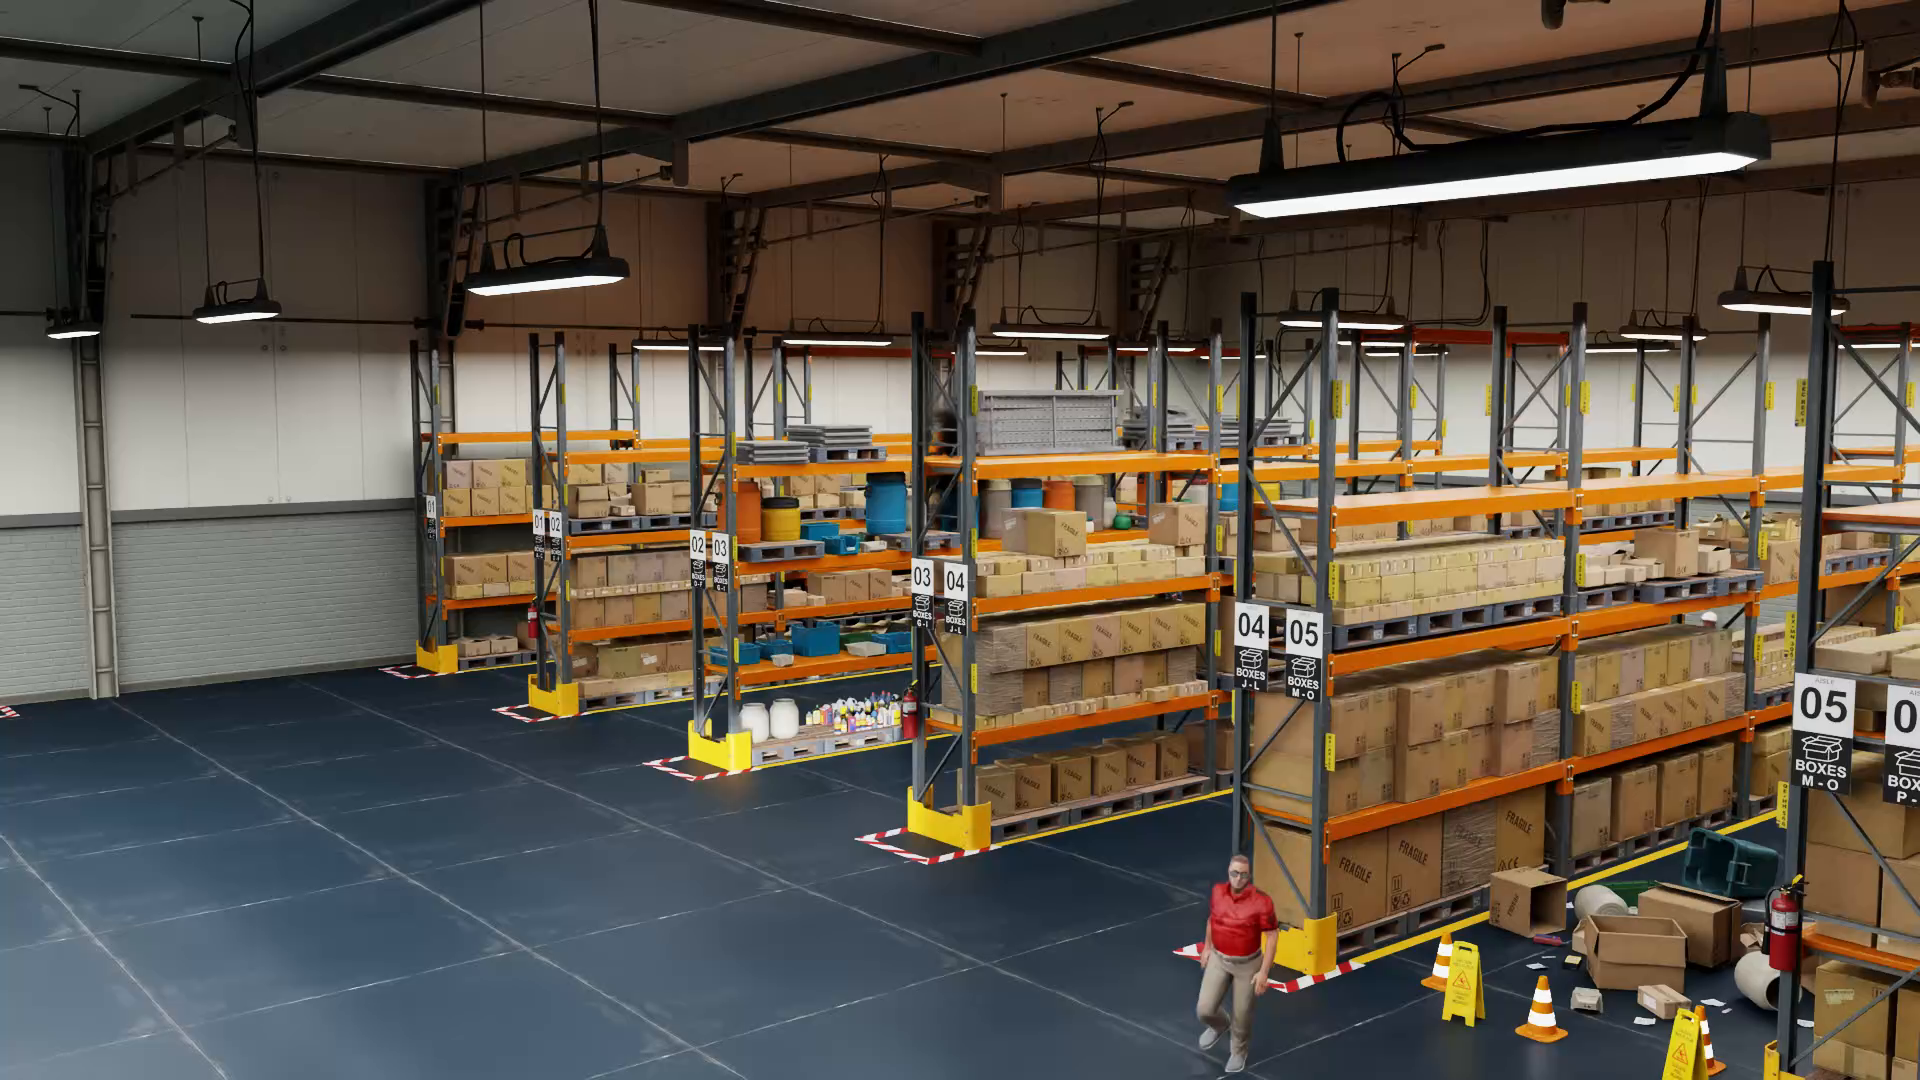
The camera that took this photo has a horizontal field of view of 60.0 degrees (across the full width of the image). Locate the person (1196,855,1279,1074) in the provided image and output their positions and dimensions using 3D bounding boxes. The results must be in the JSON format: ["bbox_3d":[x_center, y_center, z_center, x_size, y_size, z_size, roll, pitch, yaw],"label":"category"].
[{"bbox_3d":[2.079,3.174,12.472,0.665,1.708,0.586,3,6,26],"label":"person"}]

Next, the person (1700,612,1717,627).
[{"bbox_3d":[11.230,1.981,24.937,0.831,1.825,0.633,-4,7,-38],"label":"person"}]
